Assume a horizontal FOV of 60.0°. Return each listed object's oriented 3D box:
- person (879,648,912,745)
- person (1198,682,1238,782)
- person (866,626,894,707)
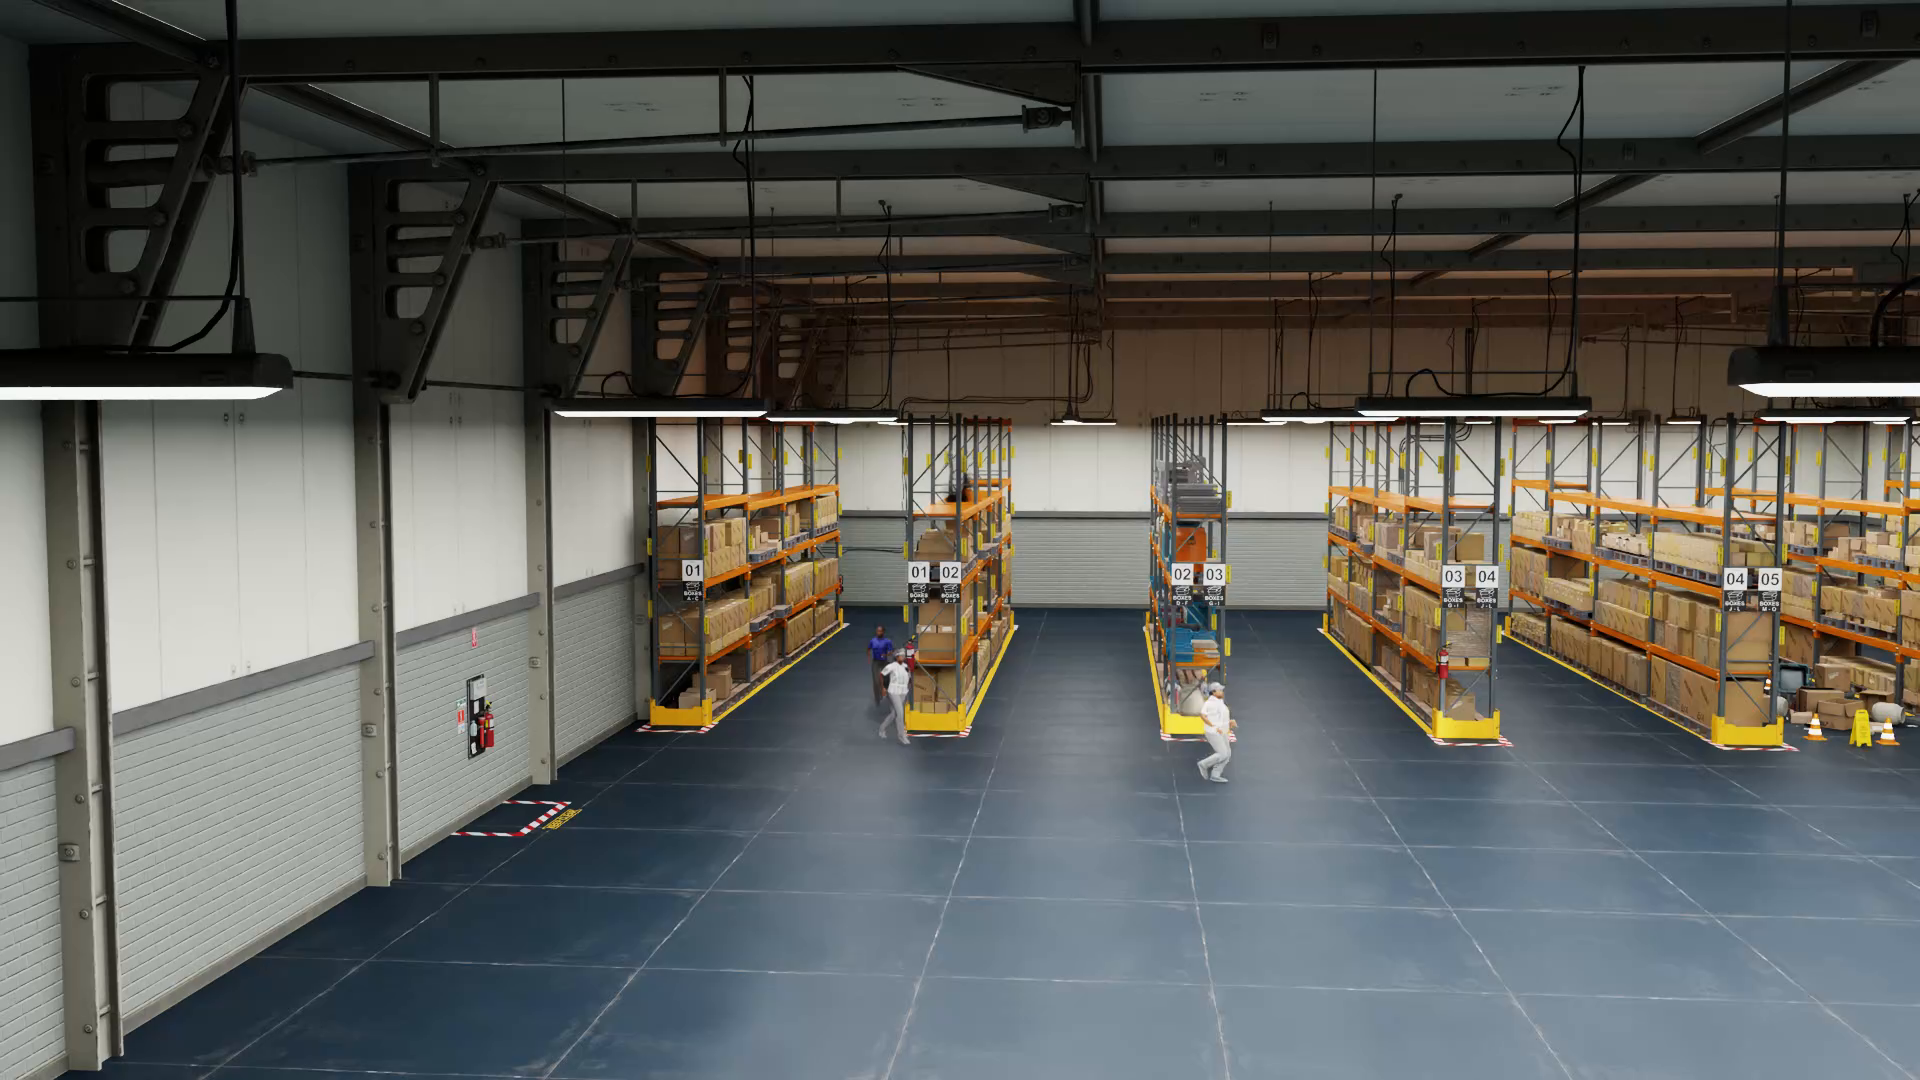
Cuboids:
[{"bbox_3d":[-1.110,2.830,30.400,0.596,1.689,0.864,-4,5,-45],"label":"person"},{"bbox_3d":[4.160,3.105,26.854,0.568,1.618,0.603,2,4,30],"label":"person"},{"bbox_3d":[-1.656,2.587,34.436,0.588,1.624,0.851,0,4,1],"label":"person"}]
